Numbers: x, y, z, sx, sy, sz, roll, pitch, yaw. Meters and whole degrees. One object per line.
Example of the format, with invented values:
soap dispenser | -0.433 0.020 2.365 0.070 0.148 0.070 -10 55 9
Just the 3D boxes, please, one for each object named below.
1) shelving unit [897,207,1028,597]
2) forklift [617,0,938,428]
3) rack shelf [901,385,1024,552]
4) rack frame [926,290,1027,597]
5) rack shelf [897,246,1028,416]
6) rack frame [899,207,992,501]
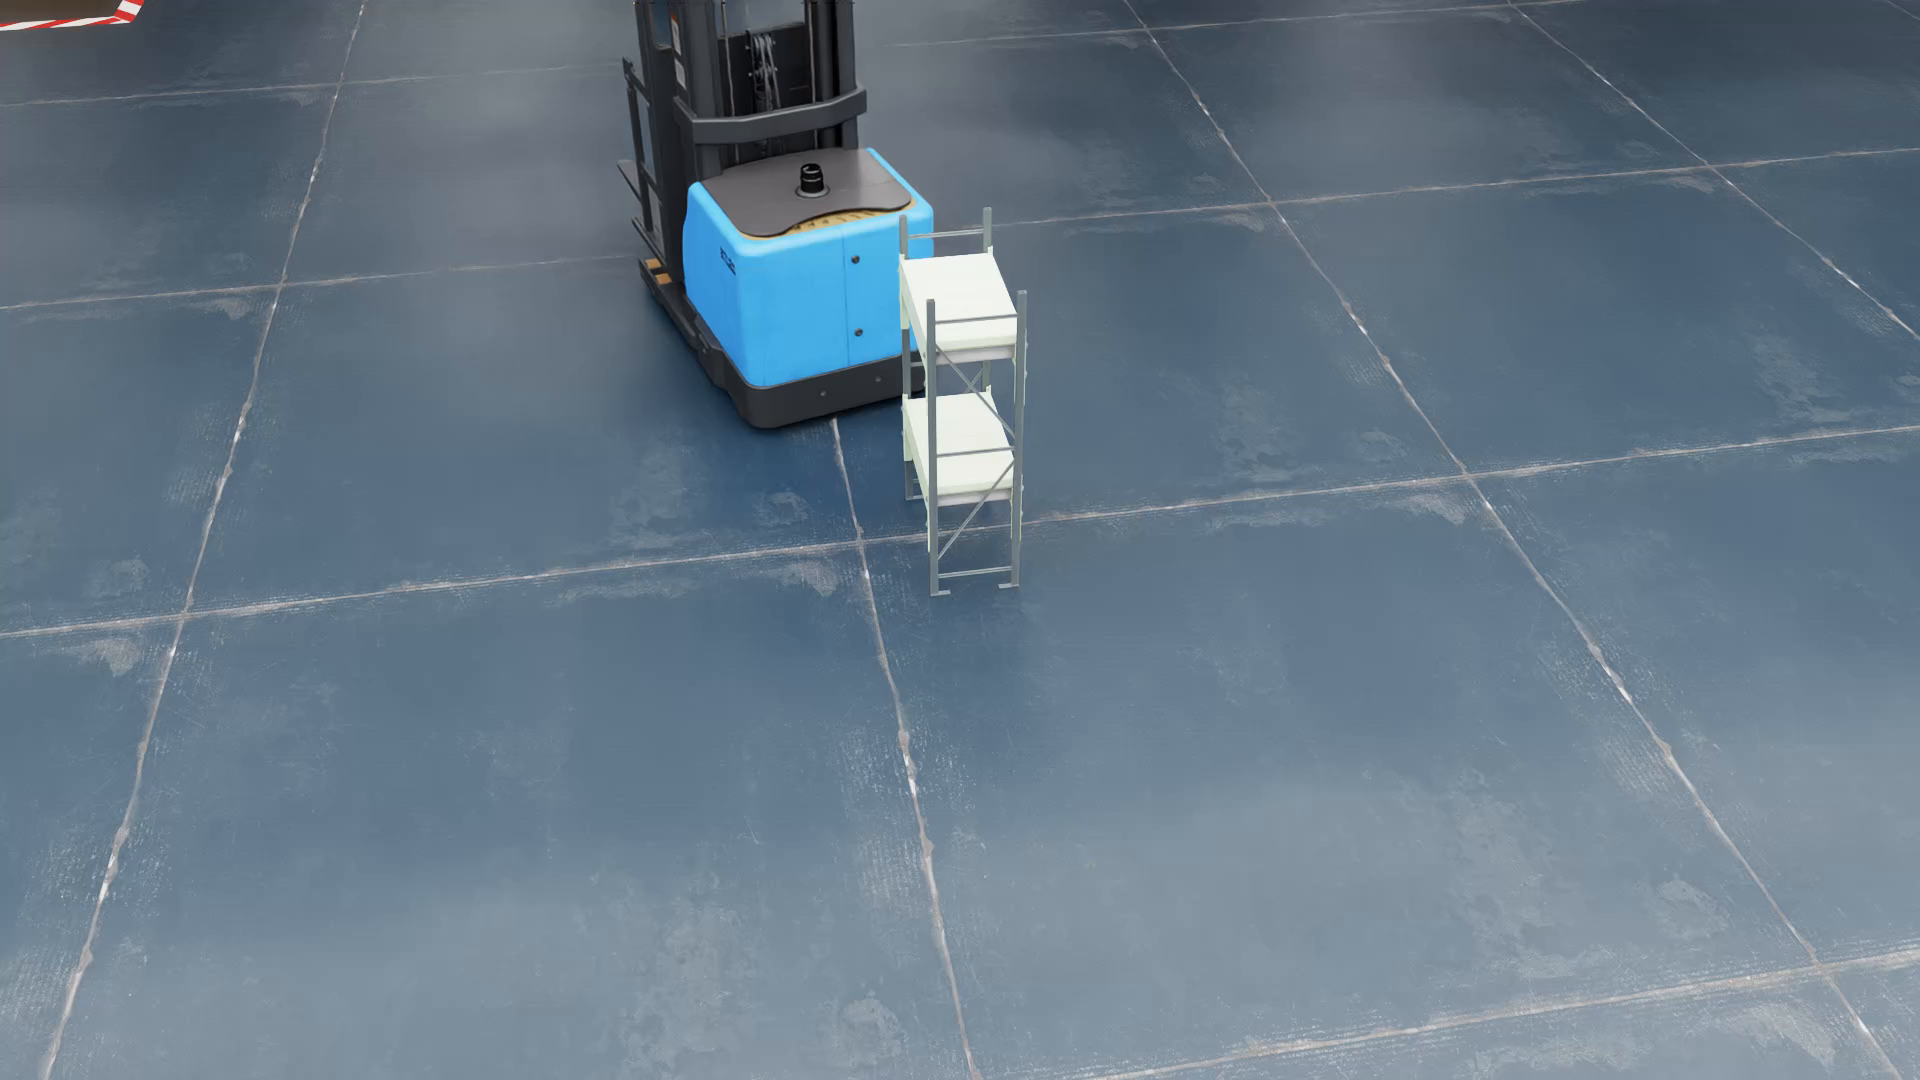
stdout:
shelving unit | 0.001 -0.588 7.285 0.431 1.500 0.755 -6 38 -8
forklift | -1.201 -2.616 8.728 1.130 2.935 3.031 -16 41 -20
rack shelf | 0.001 -0.331 7.485 0.431 0.370 0.720 -6 38 -8
rack frame | 0.065 -0.367 7.000 0.400 1.500 0.023 -6 38 -8
rack shelf | 0.001 -0.896 7.045 0.431 0.370 0.720 -6 38 -8
rack frame | -0.063 -0.809 7.569 0.400 1.500 0.023 -6 38 -8
